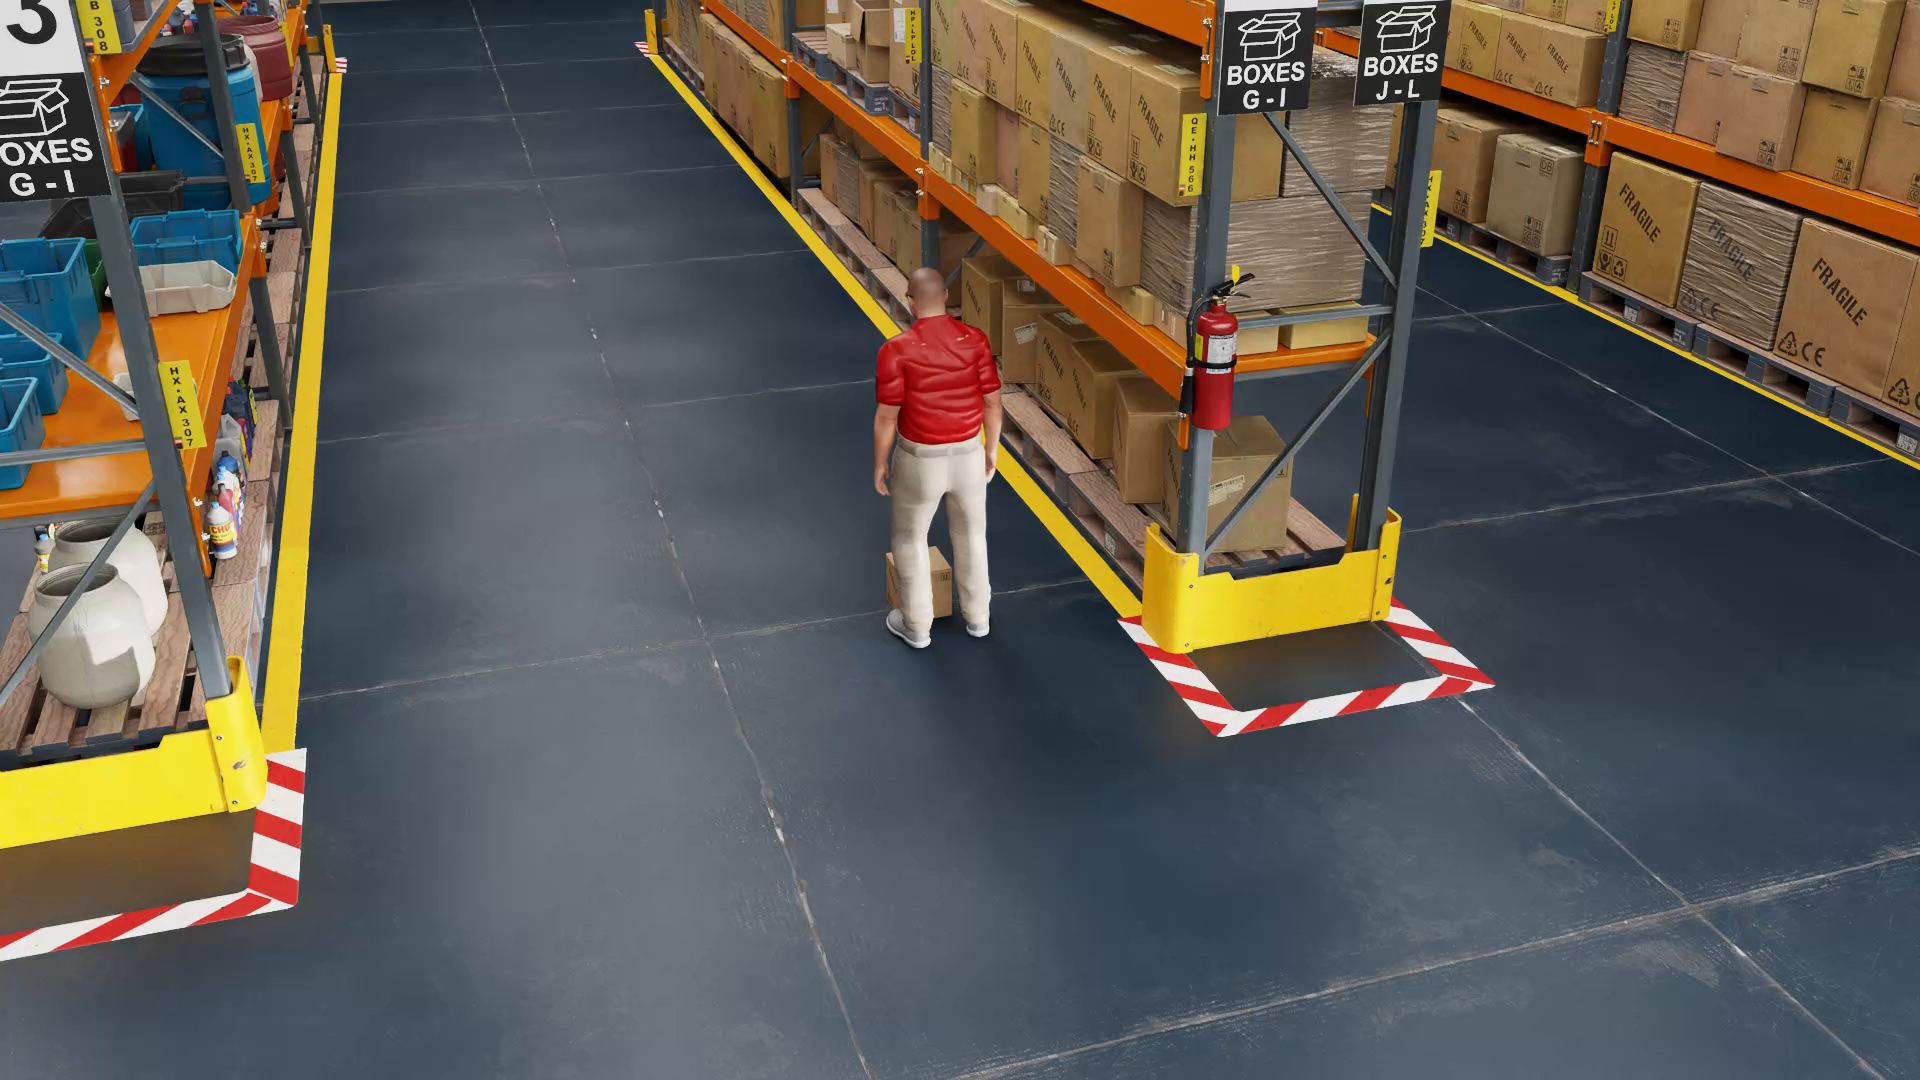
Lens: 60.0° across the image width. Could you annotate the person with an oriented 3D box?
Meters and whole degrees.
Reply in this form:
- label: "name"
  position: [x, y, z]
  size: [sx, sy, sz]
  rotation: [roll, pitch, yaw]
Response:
- label: "person"
  position: [-0.103, -0.348, 7.339]
  size: [0.584, 1.726, 0.395]
  rotation: [-8, 27, -17]
